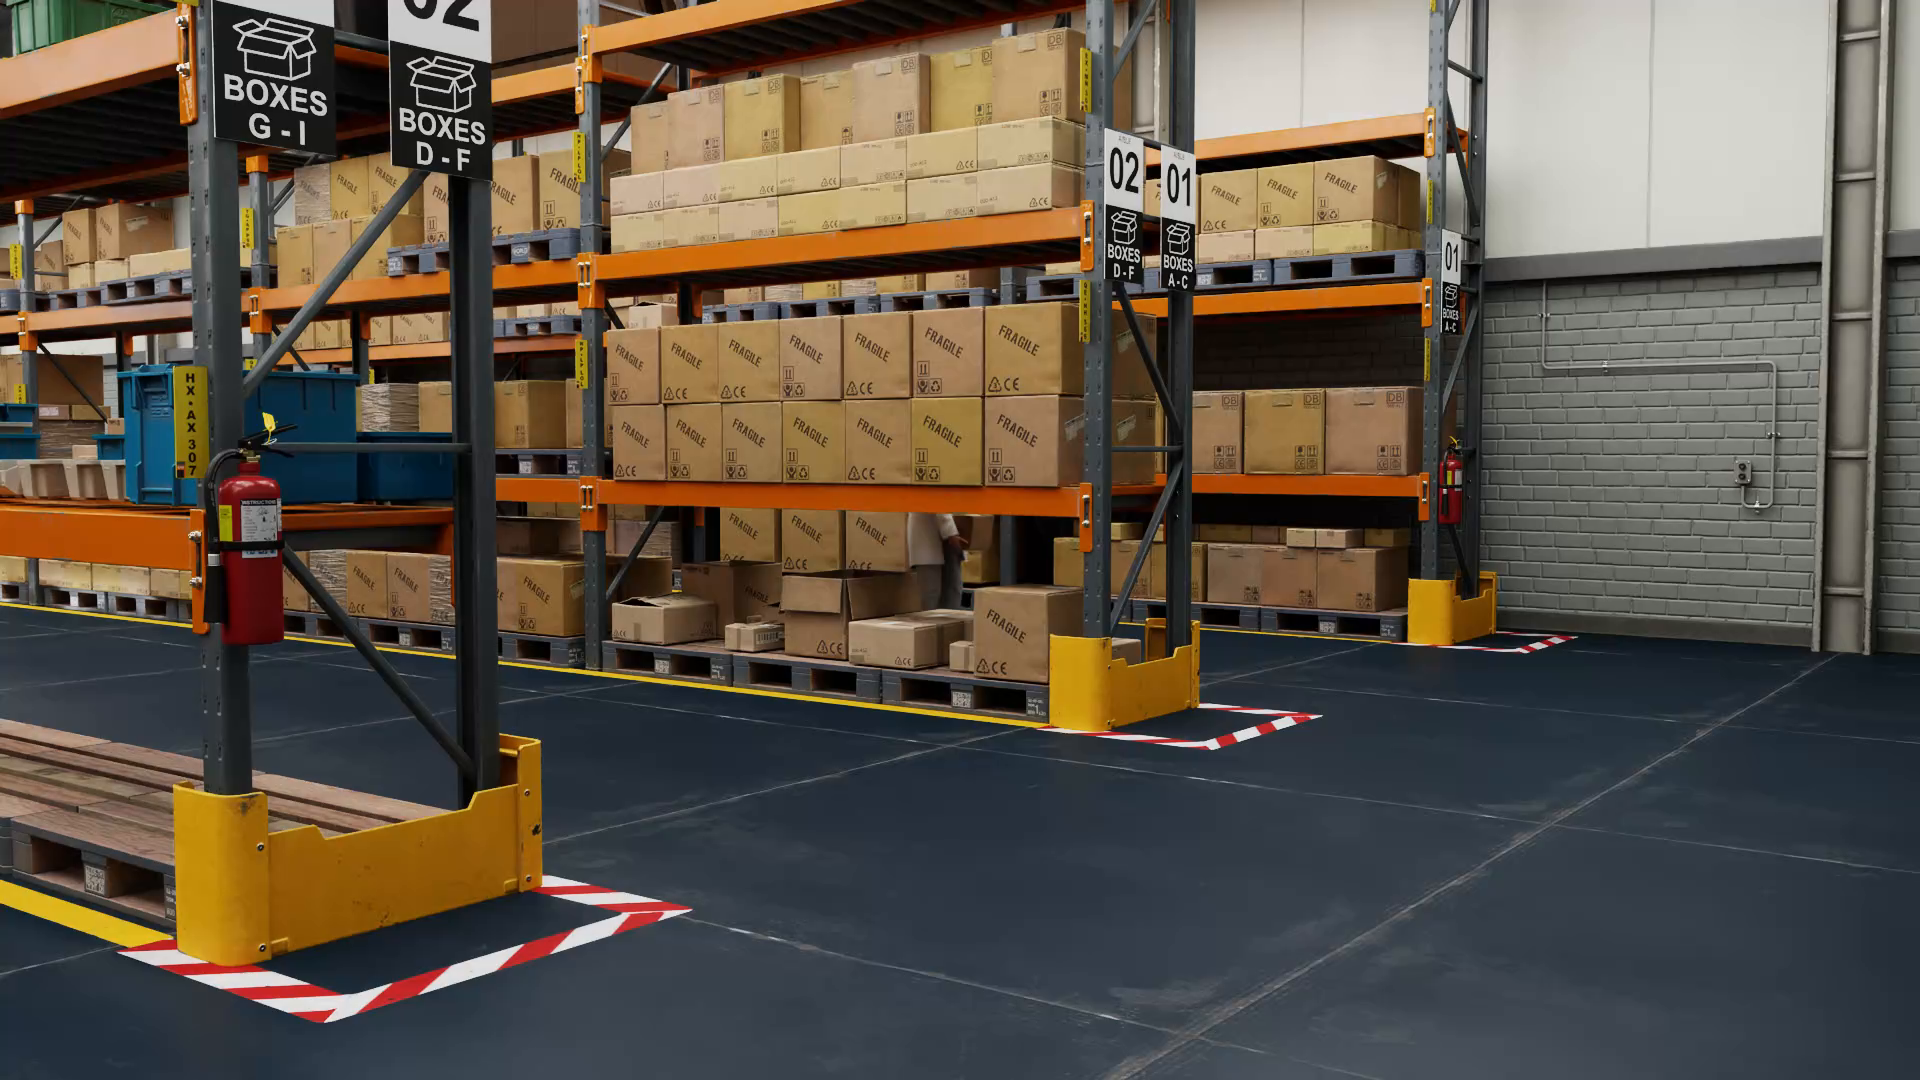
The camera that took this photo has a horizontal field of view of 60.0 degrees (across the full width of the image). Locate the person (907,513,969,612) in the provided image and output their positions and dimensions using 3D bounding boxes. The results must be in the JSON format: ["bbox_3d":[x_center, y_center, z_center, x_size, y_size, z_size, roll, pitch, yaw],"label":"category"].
[{"bbox_3d":[-0.091,-0.020,12.003,0.592,1.760,0.531,2,4,38],"label":"person"}]
